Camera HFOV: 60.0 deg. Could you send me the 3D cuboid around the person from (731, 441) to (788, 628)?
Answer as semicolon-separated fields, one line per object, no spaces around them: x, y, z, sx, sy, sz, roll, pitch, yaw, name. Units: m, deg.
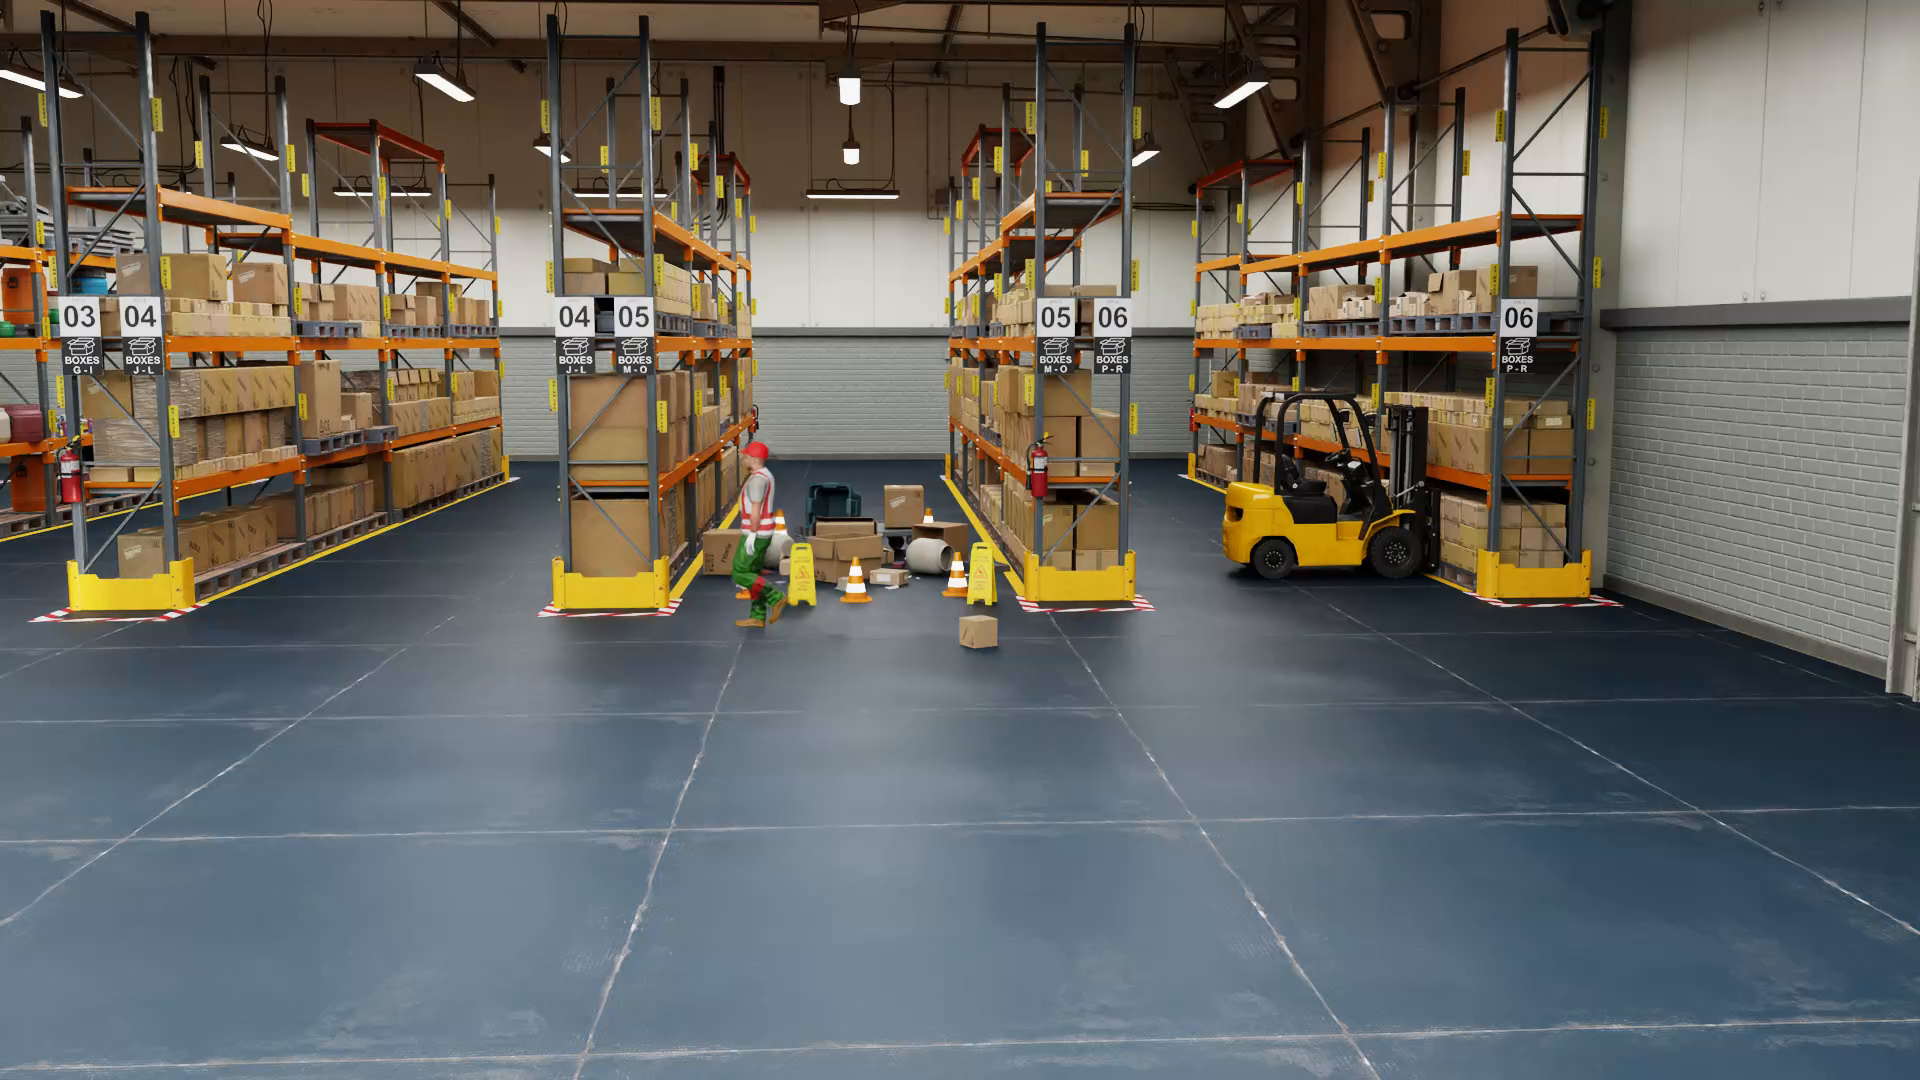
-1.892;-0.047;15.809;0.547;1.781;0.589;1;7;5;person
